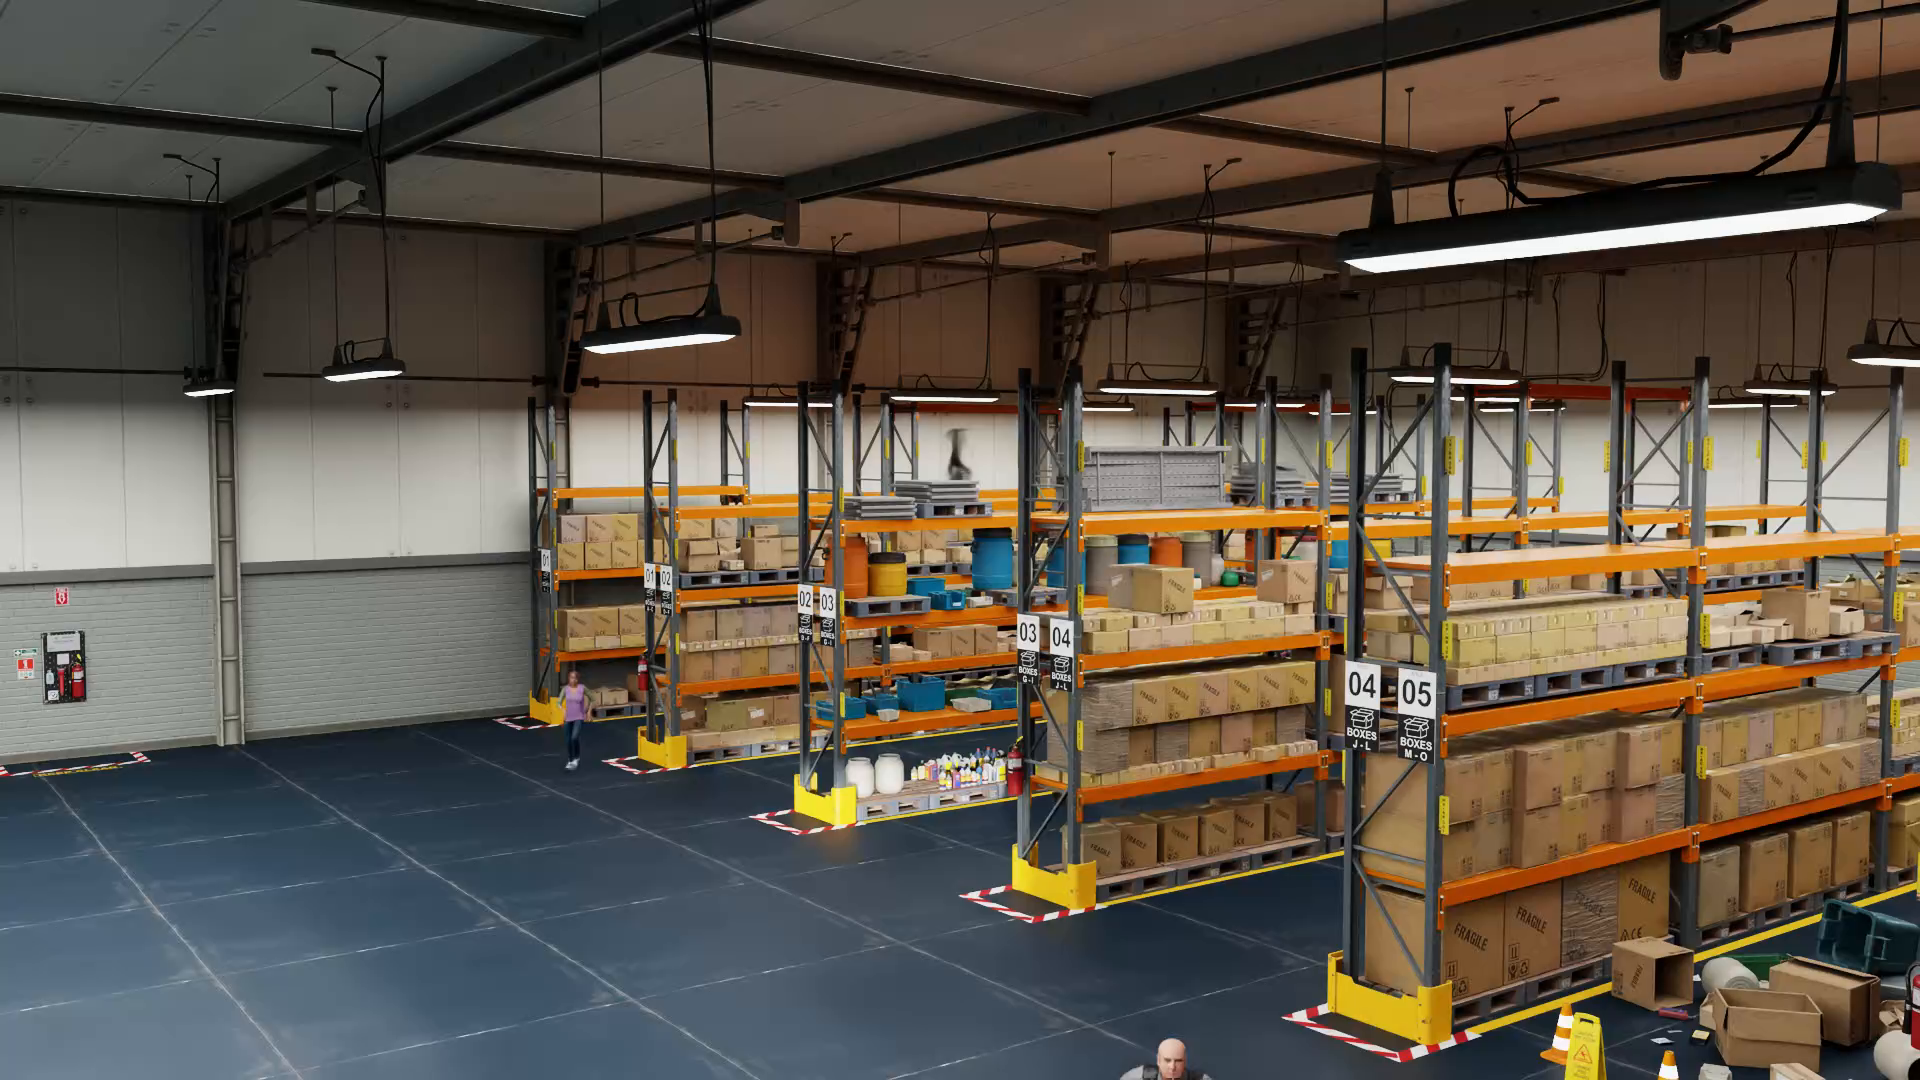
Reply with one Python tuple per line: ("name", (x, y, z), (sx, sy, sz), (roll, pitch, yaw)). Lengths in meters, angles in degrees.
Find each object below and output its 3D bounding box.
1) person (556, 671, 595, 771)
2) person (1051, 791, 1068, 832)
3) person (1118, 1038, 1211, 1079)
("person", (-6.044, 2.834, 26.050), (0.563, 1.565, 0.633), (0, 3, 3))
("person", (1.424, 3.026, 21.989), (0.697, 1.706, 0.779), (3, 4, 41))
("person", (1.252, 3.761, 9.992), (0.647, 1.650, 0.722), (0, 3, 3))
